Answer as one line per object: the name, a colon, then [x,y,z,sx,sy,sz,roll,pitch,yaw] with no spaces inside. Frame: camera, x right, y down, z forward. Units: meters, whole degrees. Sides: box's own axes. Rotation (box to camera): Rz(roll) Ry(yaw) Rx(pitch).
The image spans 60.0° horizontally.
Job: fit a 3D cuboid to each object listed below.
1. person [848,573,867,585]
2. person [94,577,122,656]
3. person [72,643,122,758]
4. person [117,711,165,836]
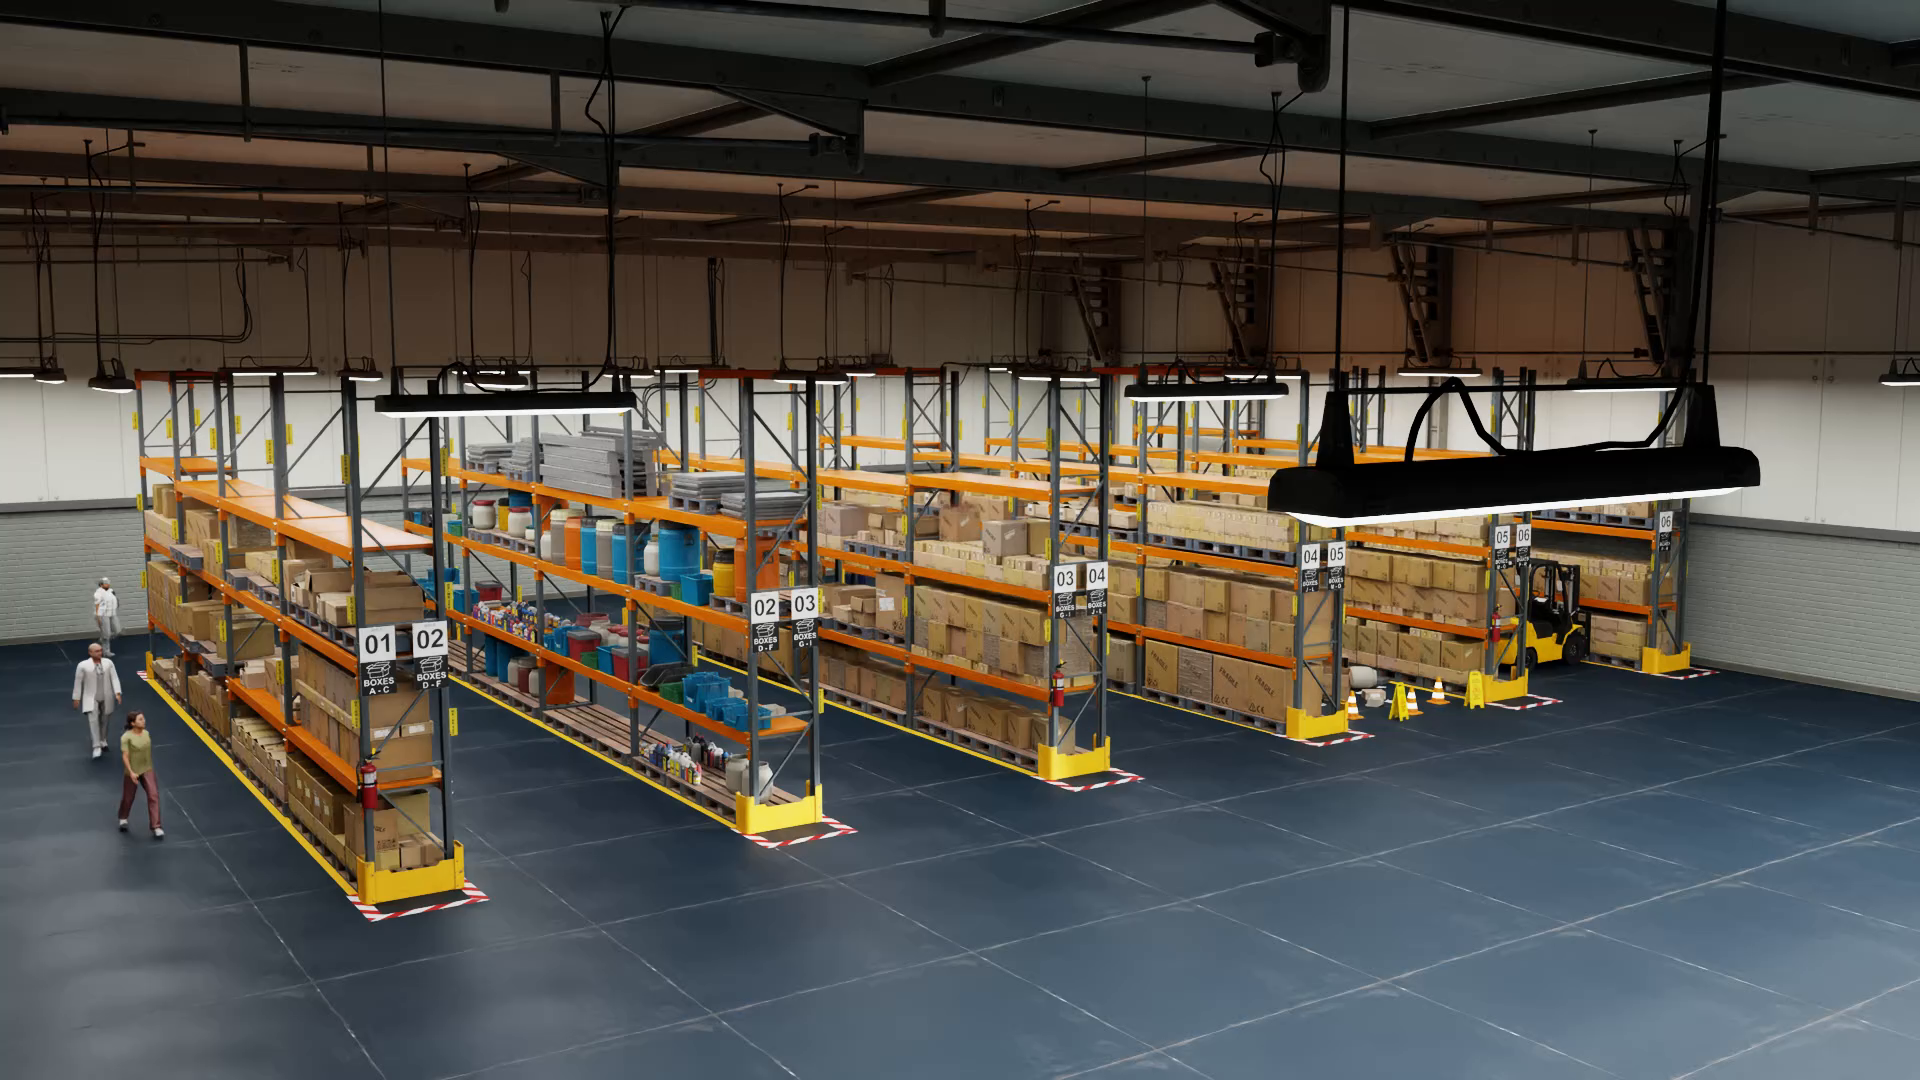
person: [-2.575,0.783,42.198,0.693,1.615,0.628,-2,7,-15]
person: [-17.822,1.584,34.659,0.497,1.650,0.474,2,7,16]
person: [-13.594,2.490,26.220,0.675,1.717,1.114,-5,8,-38]
person: [-10.814,3.044,21.851,0.407,1.624,1.019,-6,9,-44]
